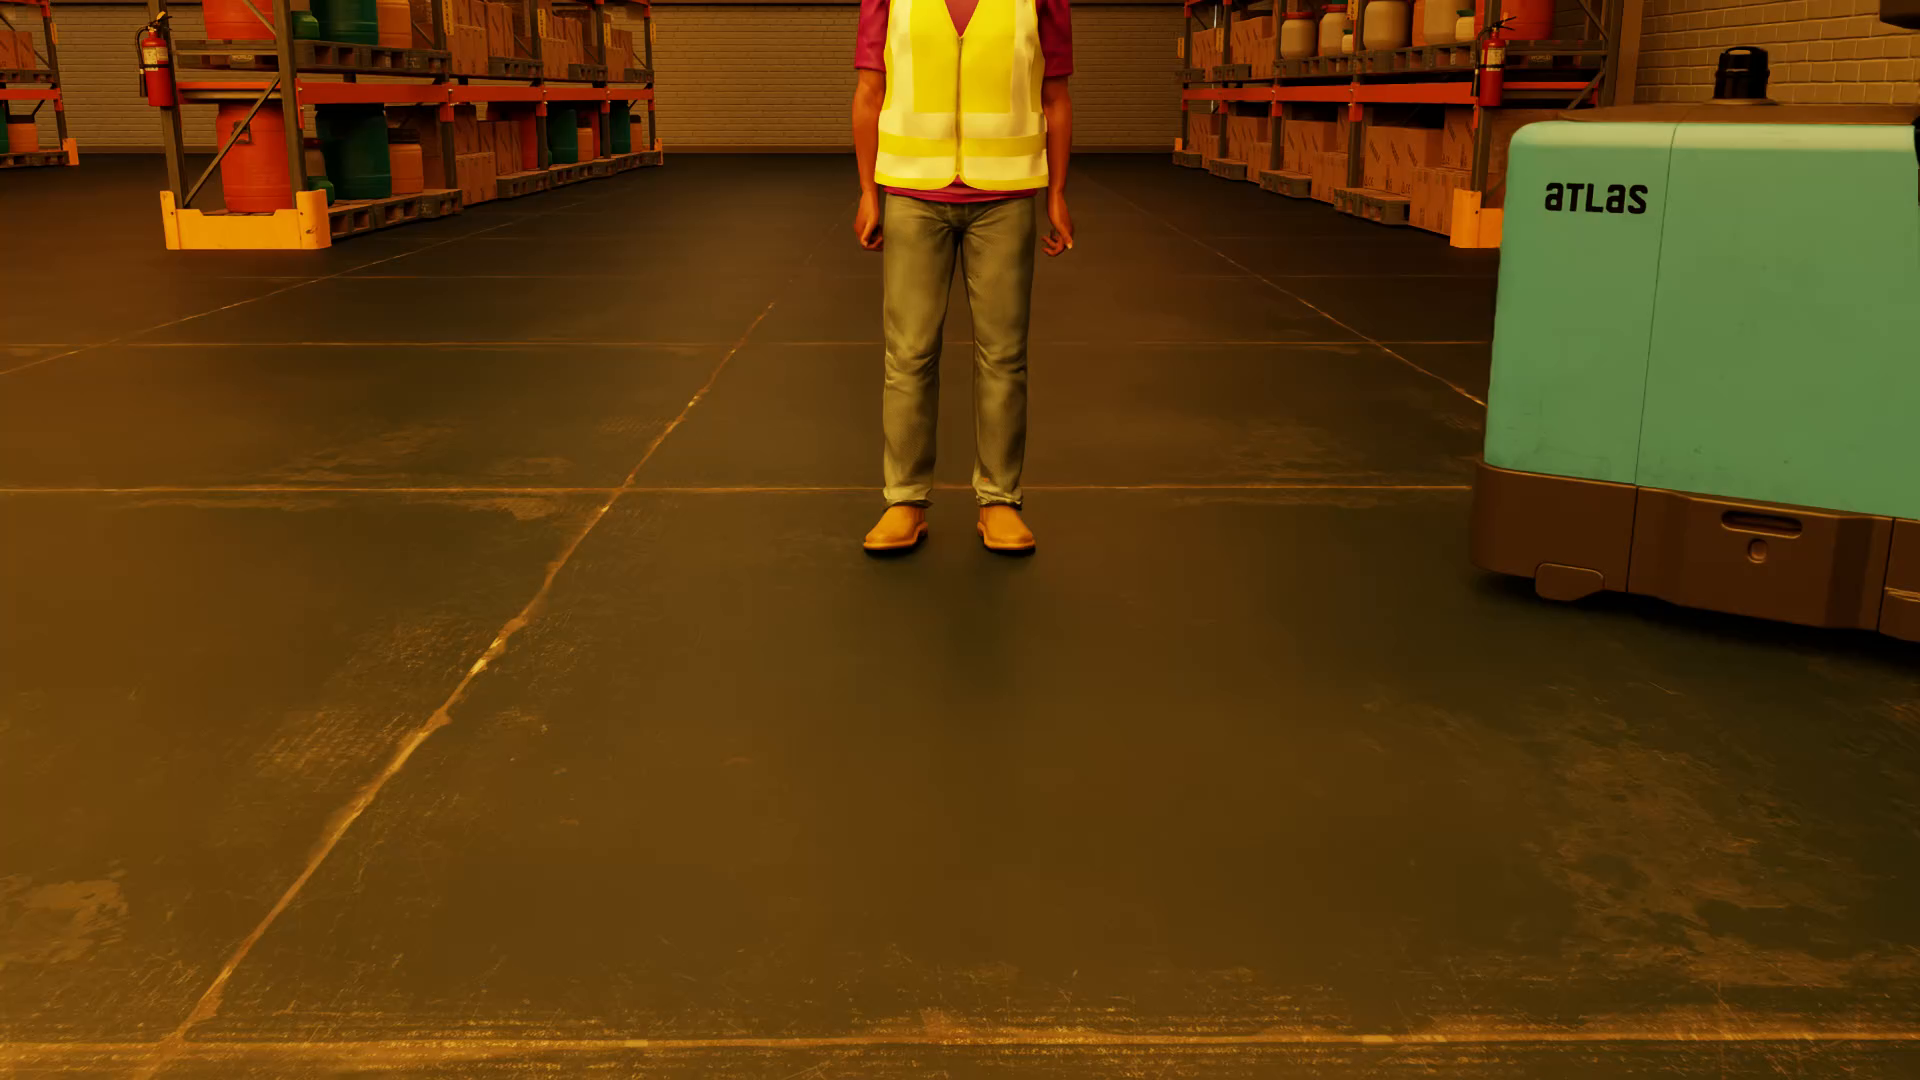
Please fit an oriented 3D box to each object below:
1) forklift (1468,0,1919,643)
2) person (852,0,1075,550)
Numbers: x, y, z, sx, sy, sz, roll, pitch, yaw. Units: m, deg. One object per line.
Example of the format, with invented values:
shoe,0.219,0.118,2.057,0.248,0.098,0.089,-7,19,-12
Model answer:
forklift,2.698,-1.175,3.094,3.031,2.935,1.130,10,18,33
person,0.010,-0.852,4.144,0.556,1.770,0.388,0,15,-1
